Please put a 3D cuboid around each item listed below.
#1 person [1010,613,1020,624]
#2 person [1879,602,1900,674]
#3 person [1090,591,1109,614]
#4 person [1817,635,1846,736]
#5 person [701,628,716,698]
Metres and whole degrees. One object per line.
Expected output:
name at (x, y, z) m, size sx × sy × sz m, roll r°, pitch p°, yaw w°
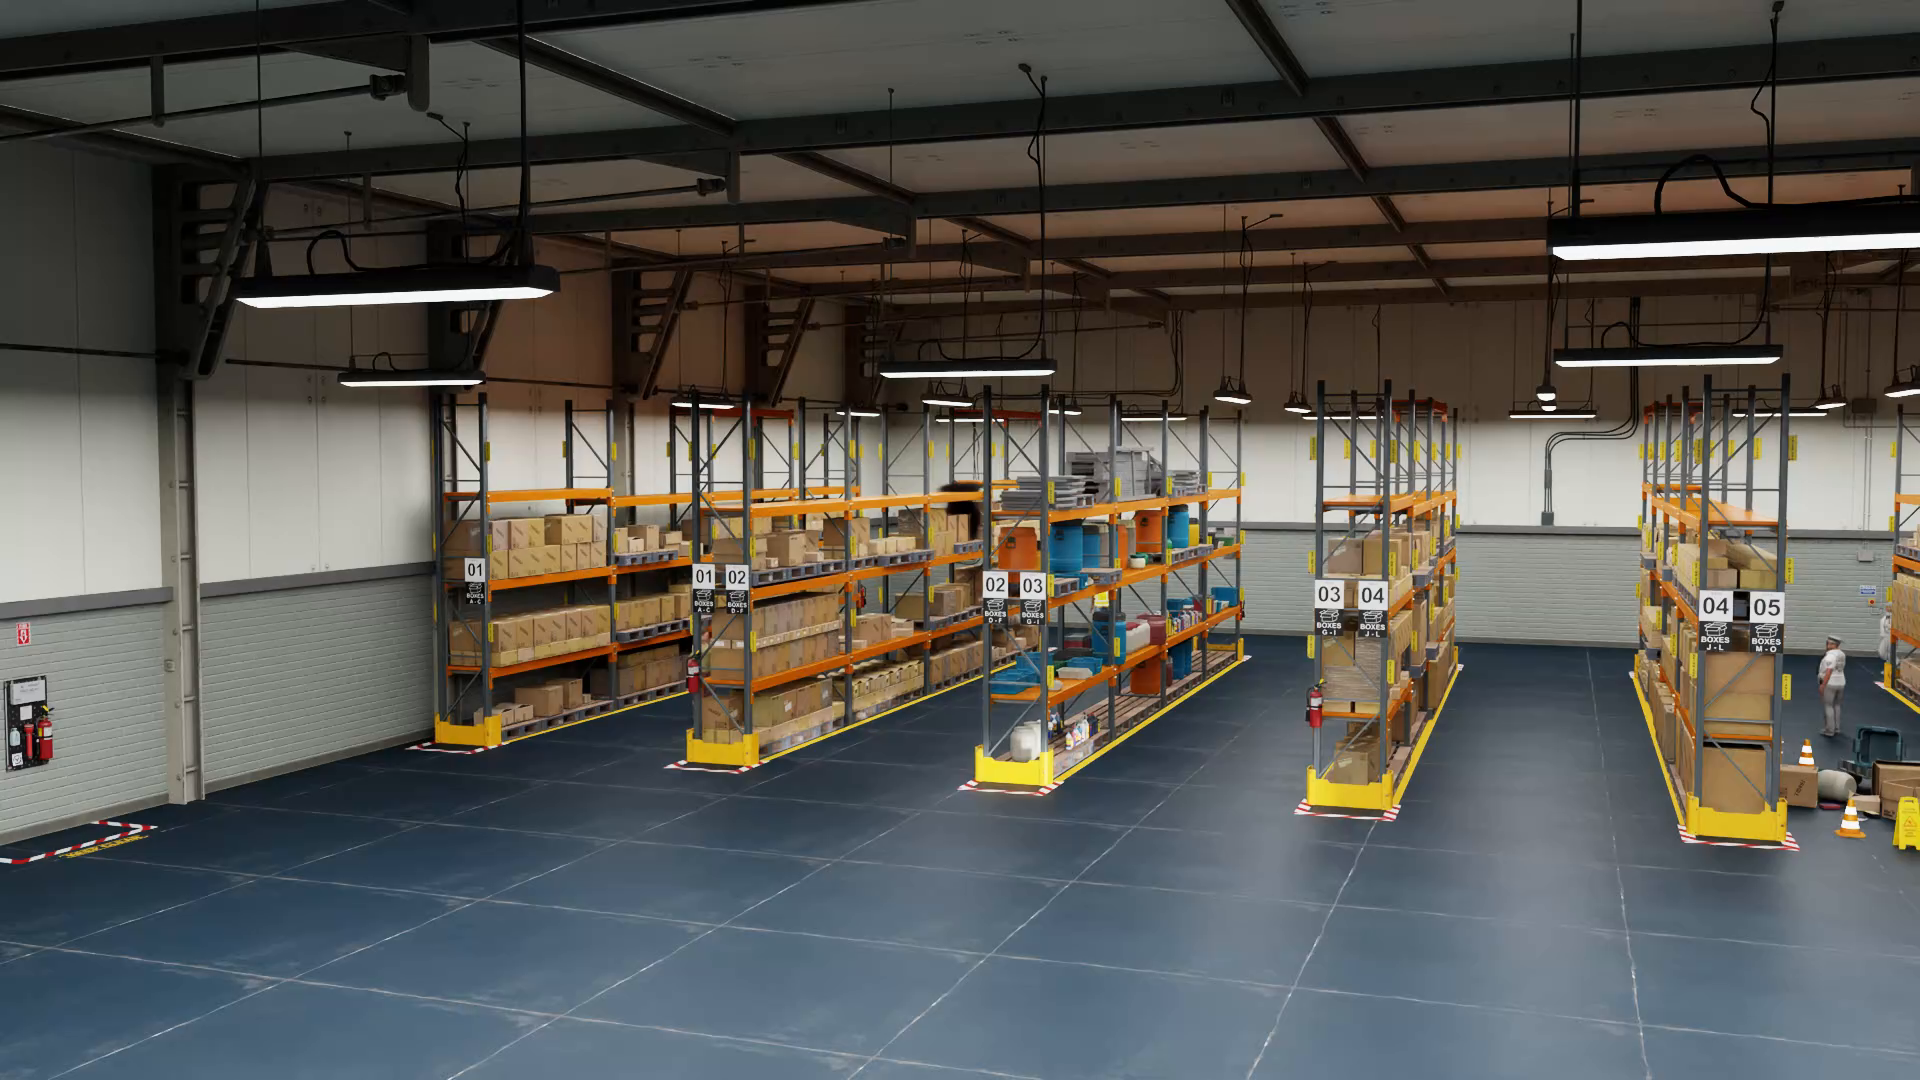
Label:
person at (1.557, 1.902, 43.005) m, size 0.819 × 1.621 × 0.551 m, roll 2°, pitch 4°, yaw 35°
person at (20.700, 2.191, 37.079) m, size 0.447 × 1.663 × 0.478 m, roll 1°, pitch 3°, yaw 13°
person at (3.794, 1.791, 43.983) m, size 0.612 × 1.758 × 0.666 m, roll 0°, pitch 3°, yaw -7°
person at (15.383, 2.558, 29.449) m, size 0.595 × 1.768 × 0.524 m, roll -1°, pitch 3°, yaw -23°
person at (-4.817, 2.535, 31.296) m, size 0.370 × 1.743 × 0.511 m, roll 1°, pitch 3°, yaw 22°
